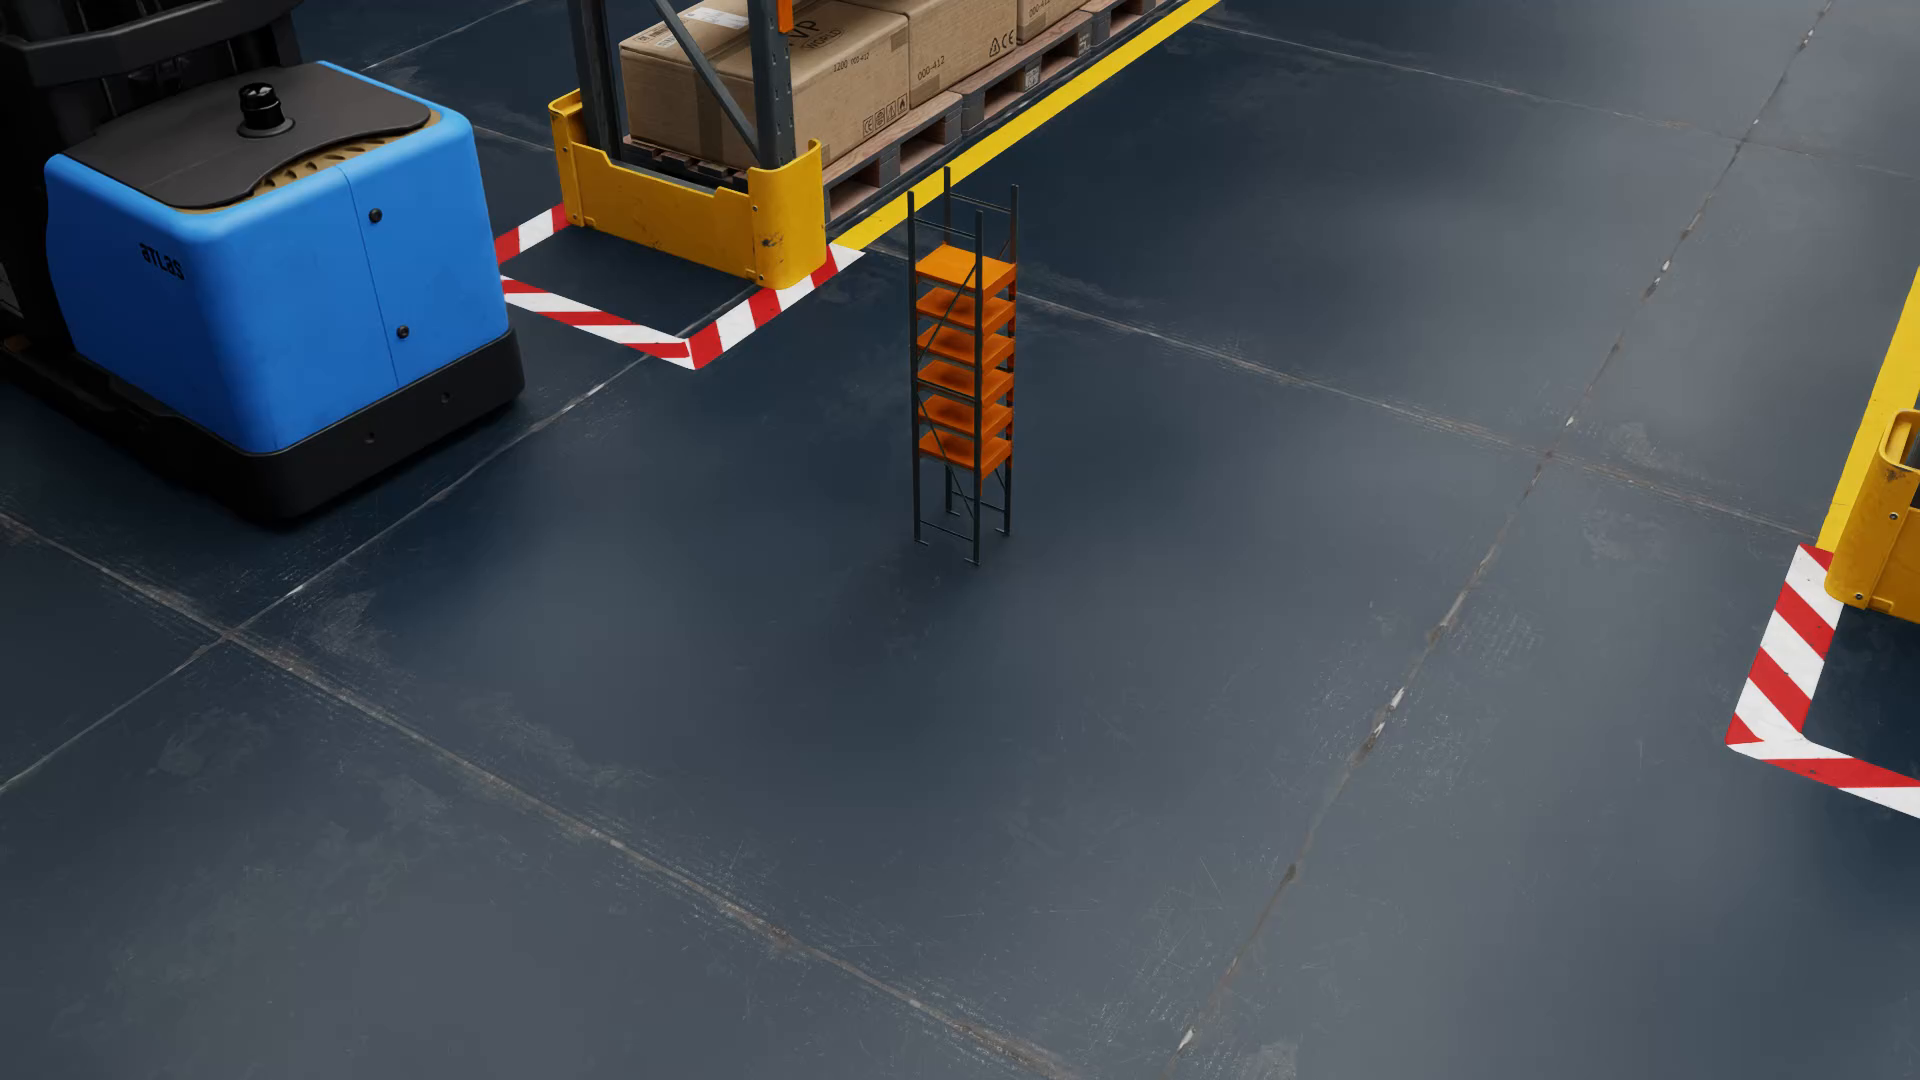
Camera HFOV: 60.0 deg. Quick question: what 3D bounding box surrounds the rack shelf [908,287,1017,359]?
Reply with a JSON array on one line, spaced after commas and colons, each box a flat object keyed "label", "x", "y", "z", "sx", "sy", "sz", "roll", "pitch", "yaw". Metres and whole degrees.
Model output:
[{"label": "rack shelf", "x": 0.008, "y": -0.638, "z": 4.774, "sx": 0.258, "sy": 0.103, "sz": 0.180, "roll": 21, "pitch": 42, "yaw": 25}]

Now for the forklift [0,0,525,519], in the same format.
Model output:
[{"label": "forklift", "x": -3.001, "y": -1.961, "z": 5.394, "sx": 3.031, "sy": 2.935, "sz": 1.130, "roll": 25, "pitch": 44, "yaw": 29}]

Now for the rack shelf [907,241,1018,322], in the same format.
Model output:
[{"label": "rack shelf", "x": 0.008, "y": -0.733, "z": 4.701, "sx": 0.258, "sy": 0.103, "sz": 0.180, "roll": 21, "pitch": 42, "yaw": 25}]

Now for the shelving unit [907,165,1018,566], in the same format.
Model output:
[{"label": "shelving unit", "x": 0.008, "y": -0.483, "z": 4.893, "sx": 0.258, "sy": 1.200, "sz": 0.189, "roll": 21, "pitch": 42, "yaw": 25}]

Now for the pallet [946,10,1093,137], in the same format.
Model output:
[{"label": "pallet", "x": -0.069, "y": -2.405, "z": 8.197, "sx": 1.003, "sy": 0.211, "sz": 1.213, "roll": 21, "pitch": 42, "yaw": 25}]

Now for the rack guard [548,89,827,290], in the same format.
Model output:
[{"label": "rack guard", "x": -1.098, "y": -1.443, "z": 6.712, "sx": 1.175, "sy": 0.500, "sz": 0.348, "roll": 21, "pitch": 42, "yaw": 25}]

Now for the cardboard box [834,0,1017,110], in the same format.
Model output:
[{"label": "cardboard box", "x": -0.333, "y": -2.444, "z": 7.718, "sx": 0.875, "sy": 0.438, "sz": 0.875, "roll": 22, "pitch": 43, "yaw": 26}]

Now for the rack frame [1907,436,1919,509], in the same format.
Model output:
[{"label": "rack frame", "x": 3.148, "y": -0.878, "z": 3.932, "sx": 1.000, "sy": 3.000, "sz": 0.127, "roll": 21, "pitch": 42, "yaw": 25}]

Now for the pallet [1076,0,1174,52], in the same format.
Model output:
[{"label": "pallet", "x": 0.584, "y": -3.036, "z": 9.016, "sx": 1.003, "sy": 0.211, "sz": 1.213, "roll": 21, "pitch": 42, "yaw": 25}]

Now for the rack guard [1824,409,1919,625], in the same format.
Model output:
[{"label": "rack guard", "x": 3.189, "y": 0.073, "z": 4.746, "sx": 1.175, "sy": 0.500, "sz": 0.348, "roll": 21, "pitch": 42, "yaw": 25}]

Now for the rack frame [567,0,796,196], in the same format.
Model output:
[{"label": "rack frame", "x": -1.086, "y": -2.445, "z": 5.965, "sx": 1.000, "sy": 3.000, "sz": 0.127, "roll": 21, "pitch": 42, "yaw": 25}]

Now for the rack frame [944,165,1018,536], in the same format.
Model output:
[{"label": "rack frame", "x": 0.057, "y": -0.530, "z": 4.955, "sx": 0.240, "sy": 1.200, "sz": 0.006, "roll": 21, "pitch": 42, "yaw": 25}]

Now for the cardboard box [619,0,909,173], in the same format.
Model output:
[{"label": "cardboard box", "x": -0.816, "y": -1.970, "z": 7.103, "sx": 0.875, "sy": 0.438, "sz": 0.875, "roll": 20, "pitch": 42, "yaw": 24}]

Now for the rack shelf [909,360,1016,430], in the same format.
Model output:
[{"label": "rack shelf", "x": 0.008, "y": -0.447, "z": 4.920, "sx": 0.258, "sy": 0.103, "sz": 0.180, "roll": 21, "pitch": 42, "yaw": 25}]

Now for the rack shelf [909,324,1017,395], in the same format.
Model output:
[{"label": "rack shelf", "x": 0.008, "y": -0.543, "z": 4.847, "sx": 0.258, "sy": 0.103, "sz": 0.180, "roll": 21, "pitch": 42, "yaw": 25}]

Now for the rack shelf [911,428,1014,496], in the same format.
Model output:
[{"label": "rack shelf", "x": 0.008, "y": -0.257, "z": 5.067, "sx": 0.258, "sy": 0.103, "sz": 0.180, "roll": 21, "pitch": 42, "yaw": 25}]

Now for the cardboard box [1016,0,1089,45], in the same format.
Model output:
[{"label": "cardboard box", "x": 0.151, "y": -2.909, "z": 8.321, "sx": 0.875, "sy": 0.438, "sz": 0.875, "roll": 20, "pitch": 42, "yaw": 24}]

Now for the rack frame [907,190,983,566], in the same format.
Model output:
[{"label": "rack frame", "x": -0.041, "y": -0.435, "z": 4.832, "sx": 0.240, "sy": 1.200, "sz": 0.006, "roll": 21, "pitch": 42, "yaw": 25}]

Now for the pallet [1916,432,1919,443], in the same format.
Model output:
[{"label": "pallet", "x": 3.654, "y": -0.220, "z": 5.363, "sx": 1.003, "sy": 0.211, "sz": 1.213, "roll": 21, "pitch": 42, "yaw": 25}]

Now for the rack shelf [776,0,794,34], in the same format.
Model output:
[{"label": "rack shelf", "x": -0.014, "y": -3.191, "z": 7.522, "sx": 1.077, "sy": 0.370, "sz": 4.000, "roll": 21, "pitch": 42, "yaw": 25}]

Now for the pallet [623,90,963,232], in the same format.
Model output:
[{"label": "pallet", "x": -0.723, "y": -1.779, "z": 7.384, "sx": 1.003, "sy": 0.211, "sz": 1.213, "roll": 21, "pitch": 42, "yaw": 25}]

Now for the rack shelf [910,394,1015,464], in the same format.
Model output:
[{"label": "rack shelf", "x": 0.008, "y": -0.352, "z": 4.994, "sx": 0.258, "sy": 0.103, "sz": 0.180, "roll": 21, "pitch": 42, "yaw": 25}]
